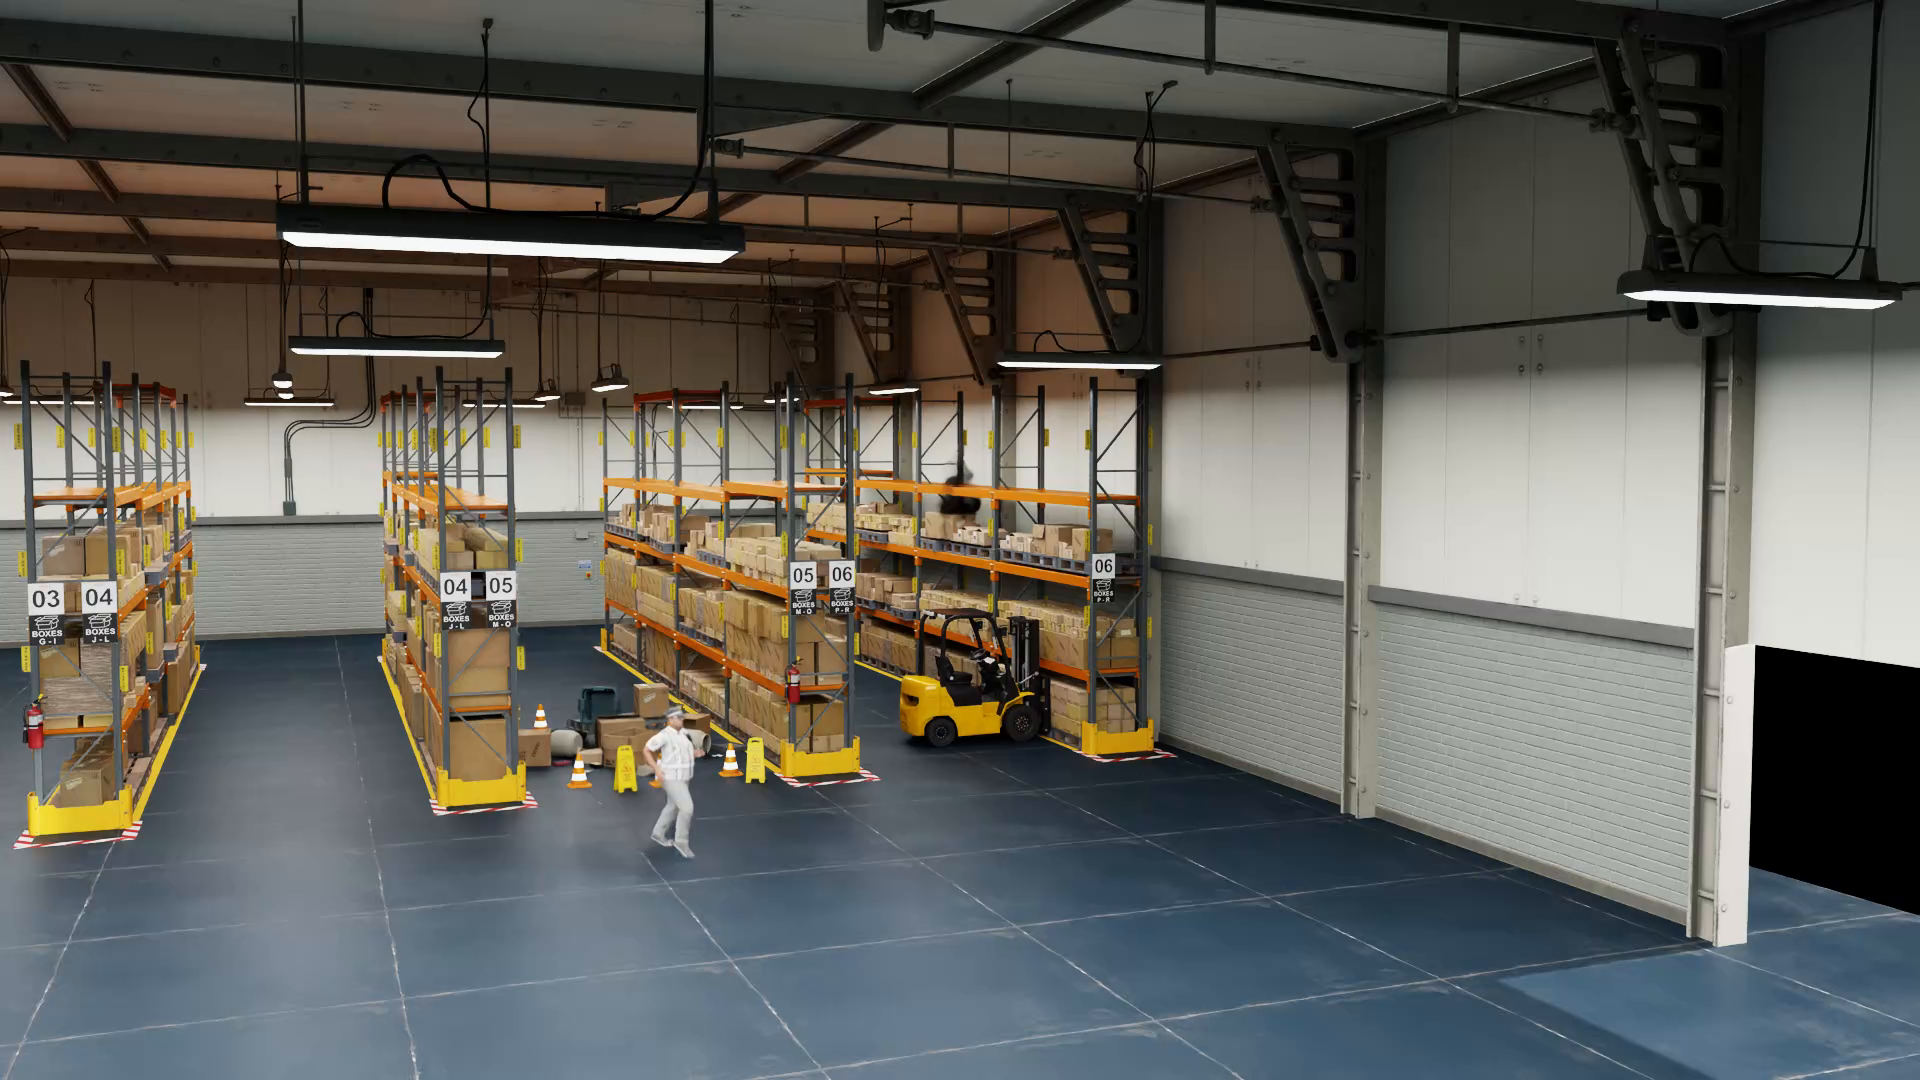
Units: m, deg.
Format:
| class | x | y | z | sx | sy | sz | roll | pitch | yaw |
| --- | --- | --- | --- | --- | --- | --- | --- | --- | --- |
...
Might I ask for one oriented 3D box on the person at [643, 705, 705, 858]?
| class | x | y | z | sx | sy | sz | roll | pitch | yaw |
| --- | --- | --- | --- | --- | --- | --- | --- | --- | --- |
| person | -3.430 | 2.917 | 20.108 | 0.769 | 1.848 | 0.632 | 1 | 4 | 18 |
